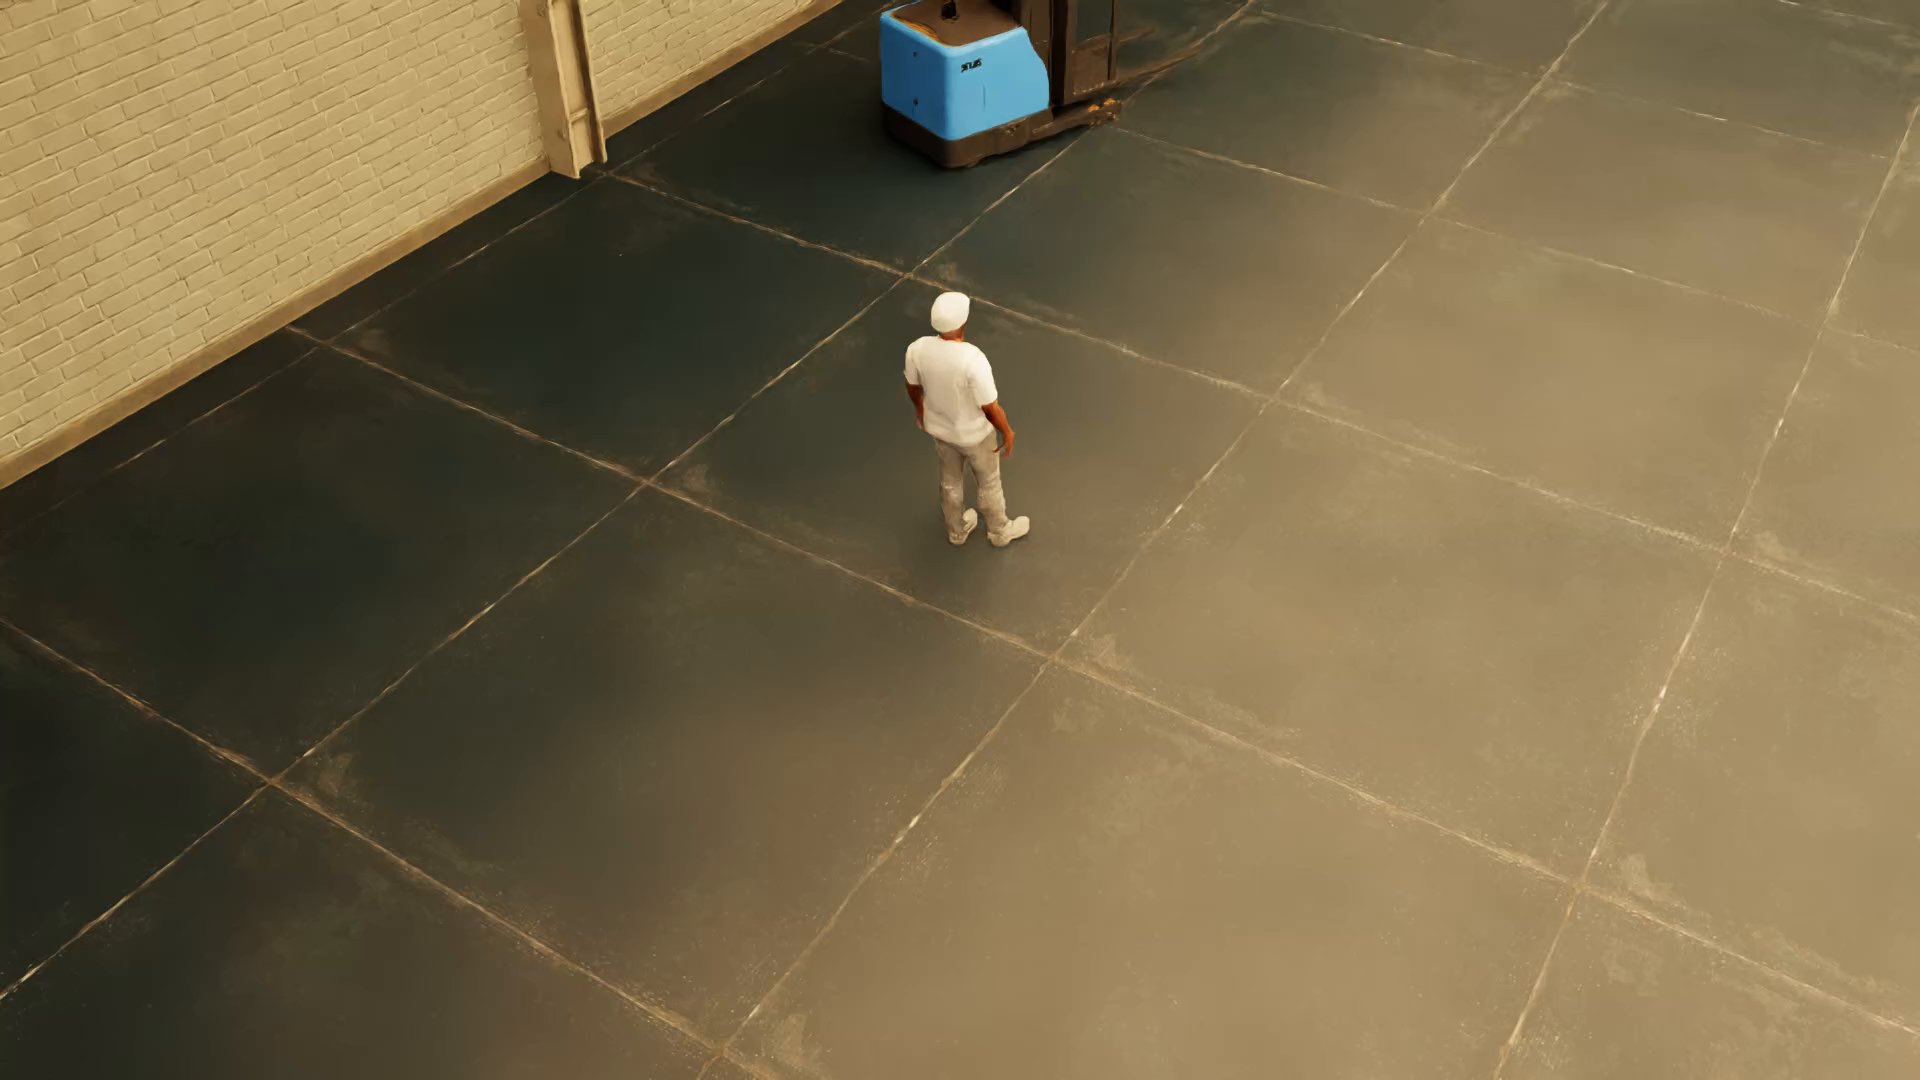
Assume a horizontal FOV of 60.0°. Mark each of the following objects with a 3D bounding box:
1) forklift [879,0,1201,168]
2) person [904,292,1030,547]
[{"bbox_3d":[0.795,-4.983,13.847,3.031,2.935,1.130,-26,47,-28],"label":"forklift"},{"bbox_3d":[0.042,-0.715,9.701,0.665,1.766,0.576,22,45,24],"label":"person"}]
